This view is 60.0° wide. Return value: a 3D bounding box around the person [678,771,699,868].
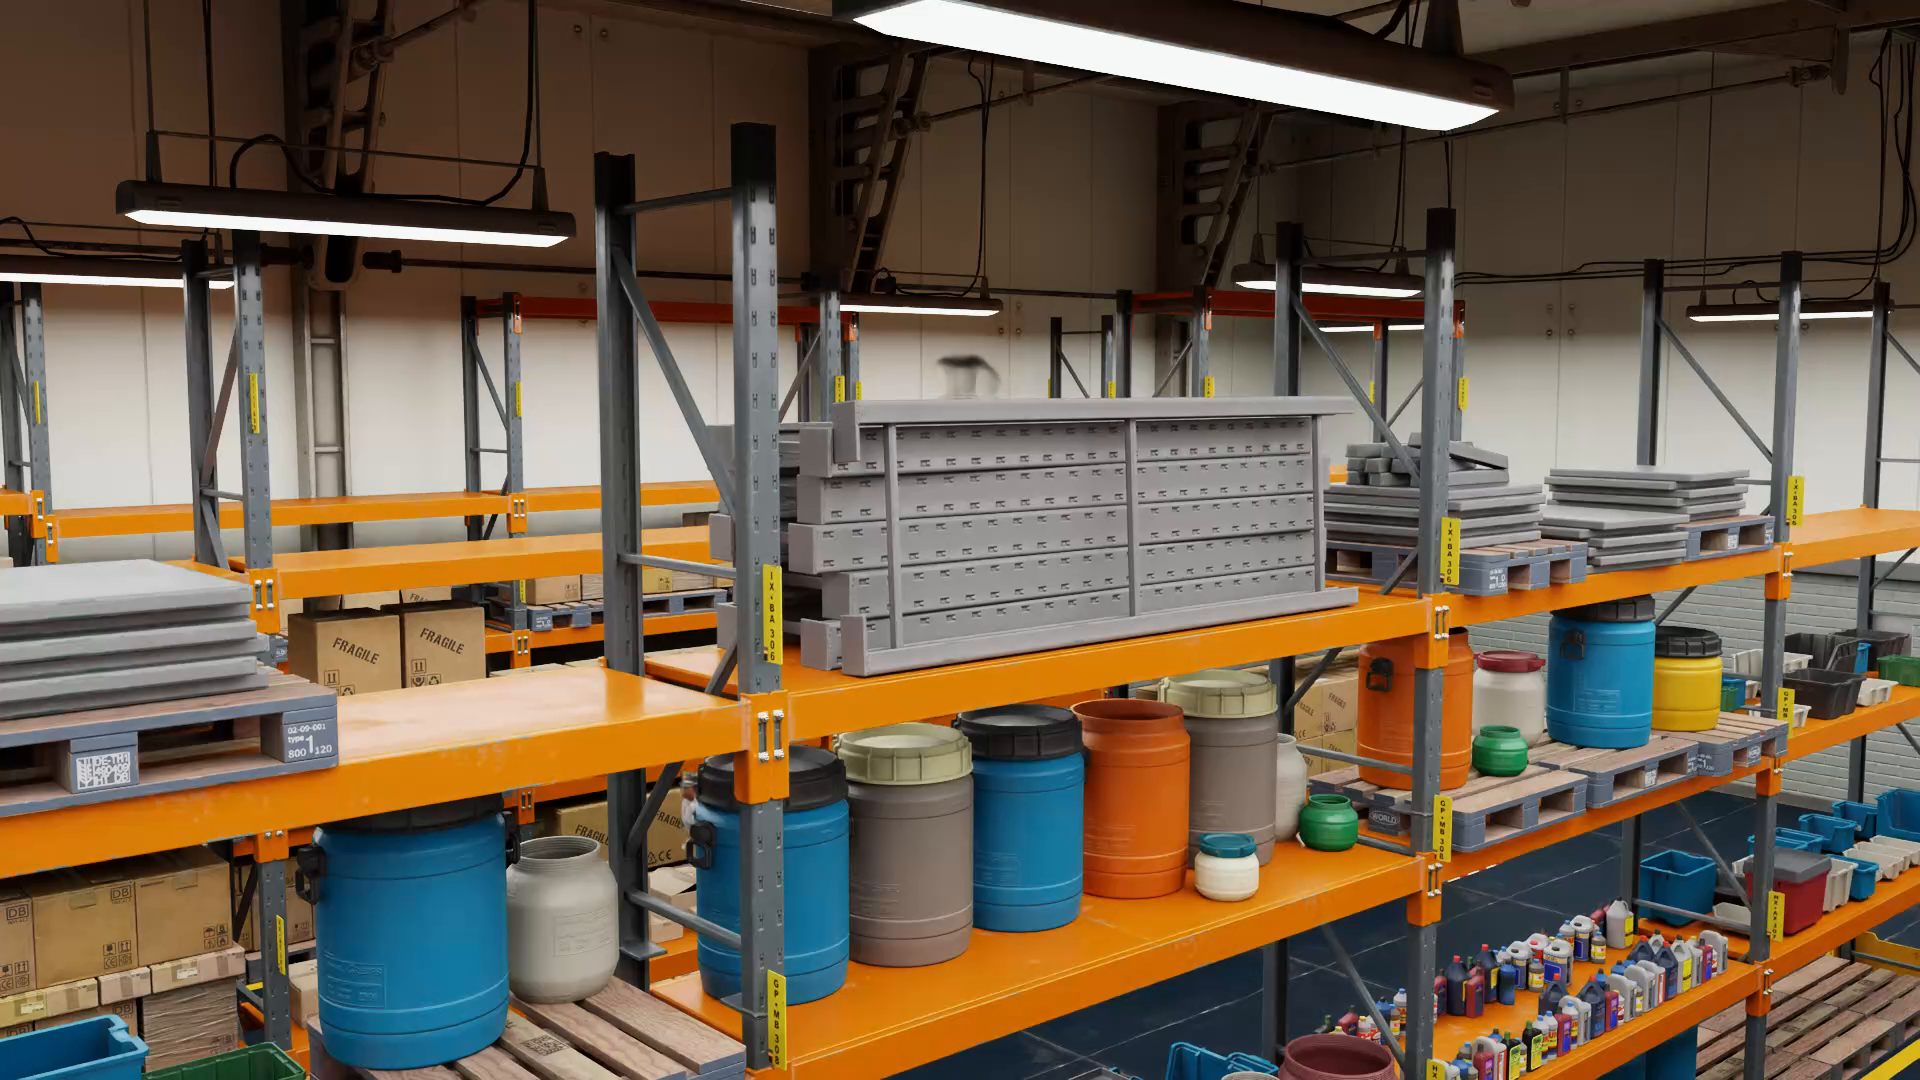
[{"bbox_3d":[-2.354,2.914,15.574,0.608,1.615,0.691,5,7,40],"label":"person"}]
